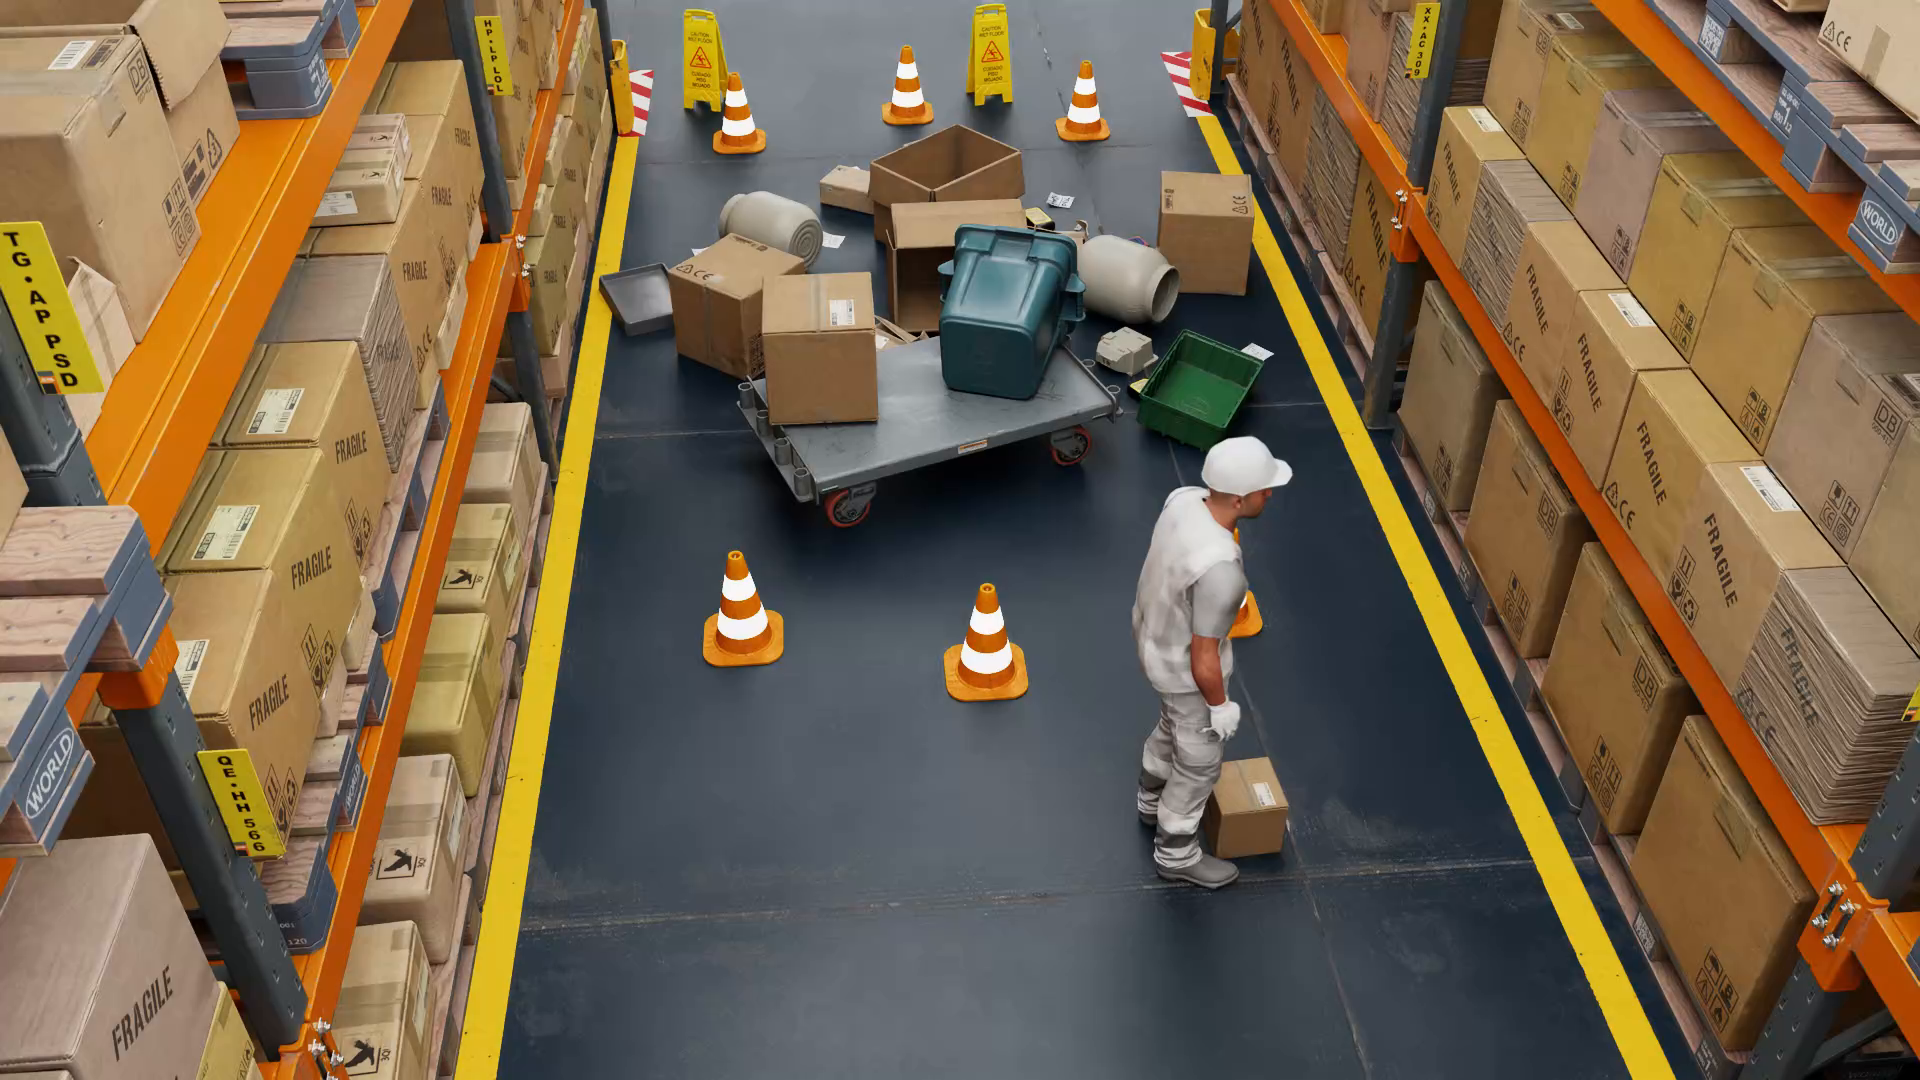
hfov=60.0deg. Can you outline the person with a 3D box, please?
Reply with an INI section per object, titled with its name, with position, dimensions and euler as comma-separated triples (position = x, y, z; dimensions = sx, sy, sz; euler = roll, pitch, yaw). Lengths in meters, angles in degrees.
[person]
position = 0.813, 0.406, 5.635
dimensions = 0.448, 1.780, 0.608
euler = -3, 39, -4
